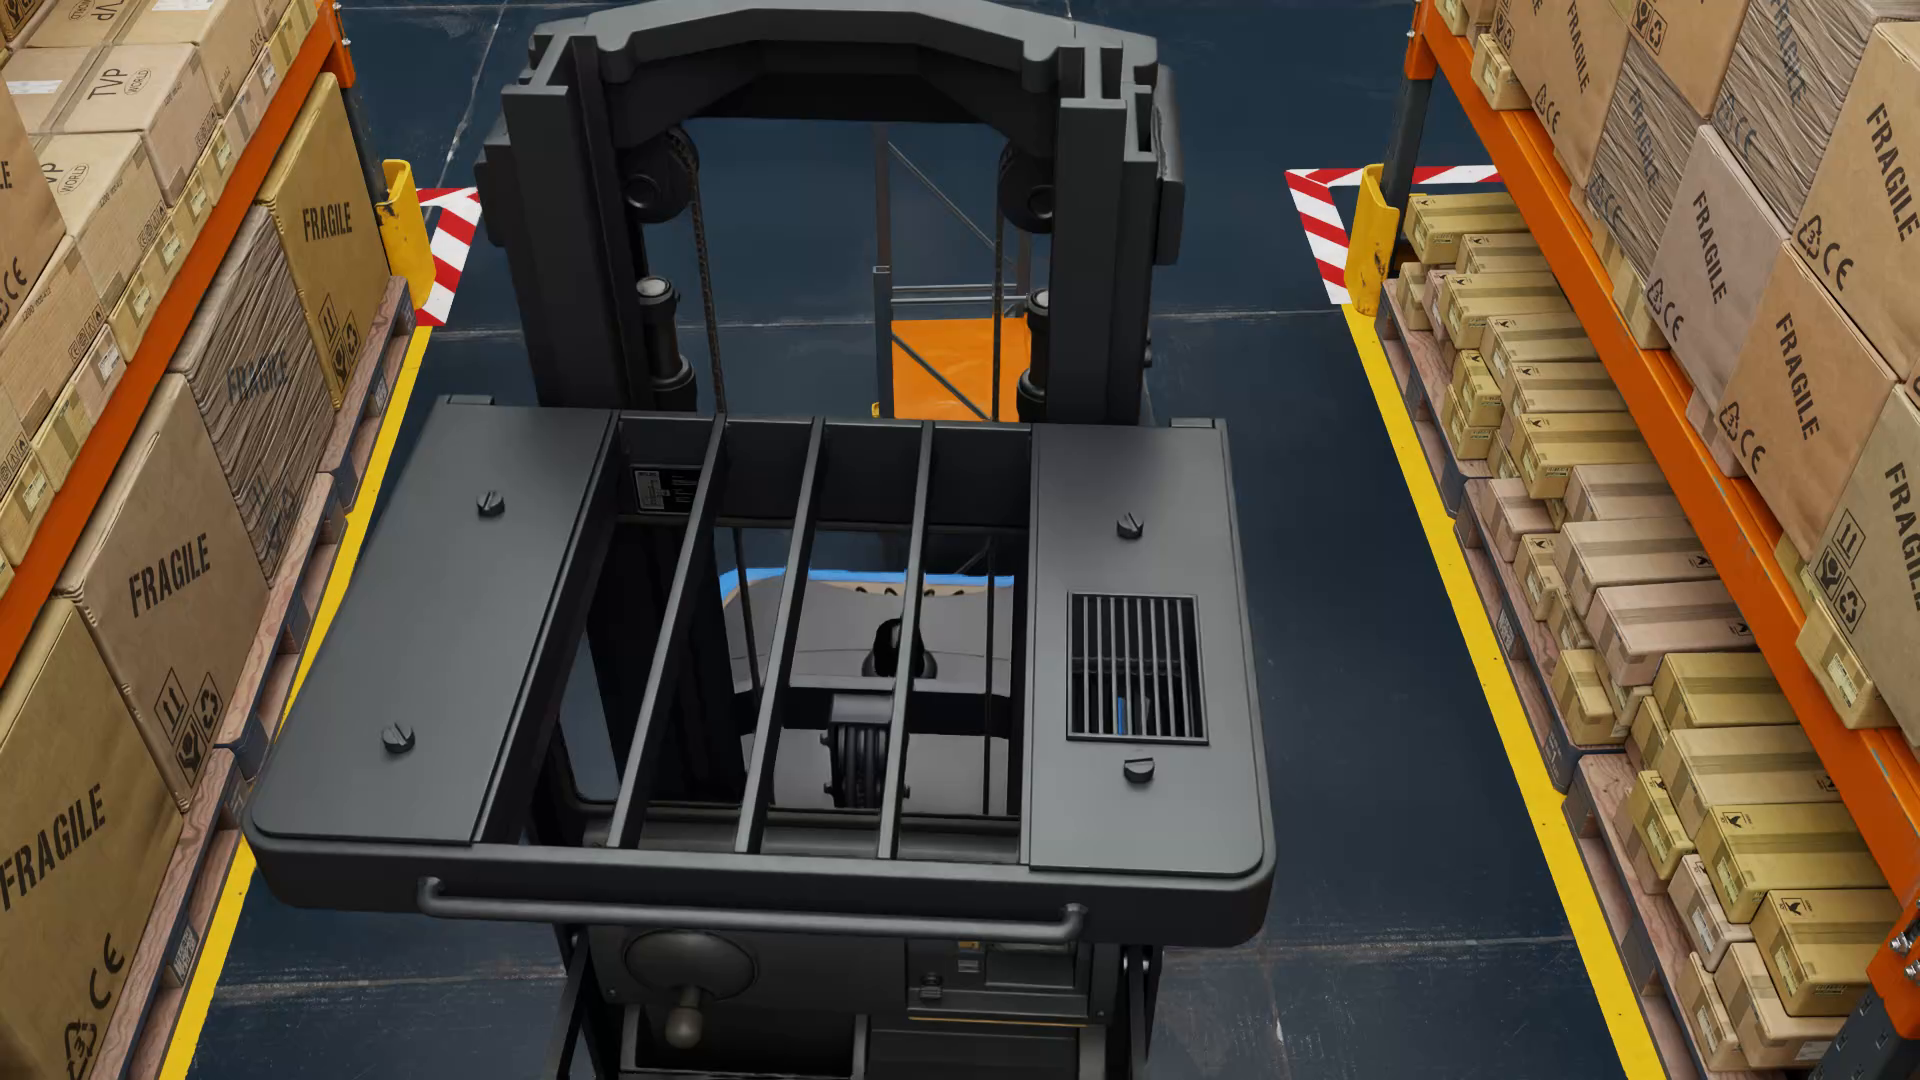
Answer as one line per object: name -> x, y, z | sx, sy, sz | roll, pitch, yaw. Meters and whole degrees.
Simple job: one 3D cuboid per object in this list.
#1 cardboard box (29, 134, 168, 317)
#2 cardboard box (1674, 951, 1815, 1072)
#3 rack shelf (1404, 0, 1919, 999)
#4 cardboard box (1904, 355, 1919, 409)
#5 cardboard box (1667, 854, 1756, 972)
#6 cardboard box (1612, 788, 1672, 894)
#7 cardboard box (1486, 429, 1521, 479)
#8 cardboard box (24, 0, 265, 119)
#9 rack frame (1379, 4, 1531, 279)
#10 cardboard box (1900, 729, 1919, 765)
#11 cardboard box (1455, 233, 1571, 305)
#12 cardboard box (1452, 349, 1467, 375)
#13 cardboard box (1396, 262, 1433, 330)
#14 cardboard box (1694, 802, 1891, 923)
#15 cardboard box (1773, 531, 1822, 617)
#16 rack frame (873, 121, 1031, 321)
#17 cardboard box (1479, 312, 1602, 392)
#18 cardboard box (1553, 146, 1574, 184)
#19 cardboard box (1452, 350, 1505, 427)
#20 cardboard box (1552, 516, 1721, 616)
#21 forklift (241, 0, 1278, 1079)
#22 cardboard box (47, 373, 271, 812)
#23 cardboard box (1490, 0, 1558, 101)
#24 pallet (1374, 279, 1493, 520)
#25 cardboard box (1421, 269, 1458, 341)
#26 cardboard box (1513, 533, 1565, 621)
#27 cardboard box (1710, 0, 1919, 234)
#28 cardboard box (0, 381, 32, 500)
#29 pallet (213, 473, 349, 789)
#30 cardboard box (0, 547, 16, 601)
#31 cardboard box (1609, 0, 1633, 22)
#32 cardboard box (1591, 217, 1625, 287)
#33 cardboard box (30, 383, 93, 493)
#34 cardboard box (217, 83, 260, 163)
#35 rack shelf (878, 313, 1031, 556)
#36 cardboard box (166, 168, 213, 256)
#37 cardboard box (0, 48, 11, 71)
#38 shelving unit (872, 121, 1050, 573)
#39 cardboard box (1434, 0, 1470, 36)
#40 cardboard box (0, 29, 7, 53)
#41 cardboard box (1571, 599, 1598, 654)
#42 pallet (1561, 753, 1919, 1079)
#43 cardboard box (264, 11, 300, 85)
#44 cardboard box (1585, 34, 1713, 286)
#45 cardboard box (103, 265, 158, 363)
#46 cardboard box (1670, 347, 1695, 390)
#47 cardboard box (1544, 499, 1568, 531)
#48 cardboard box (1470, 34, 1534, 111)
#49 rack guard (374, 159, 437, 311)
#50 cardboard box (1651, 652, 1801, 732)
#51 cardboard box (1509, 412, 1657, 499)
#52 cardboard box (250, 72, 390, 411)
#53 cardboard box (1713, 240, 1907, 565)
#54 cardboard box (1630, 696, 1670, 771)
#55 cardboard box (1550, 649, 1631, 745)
cardboard box -> -2.419, -0.815, 4.310 | 0.500, 0.250, 0.500 | -2, 43, -2
cardboard box -> 1.999, 1.150, 4.075 | 0.380, 0.149, 0.250 | -1, 43, -1
rack shelf -> 2.271, -0.576, 4.691 | 1.077, 0.370, 4.000 | -2, 43, -2
cardboard box -> 2.066, -0.316, 2.841 | 0.500, 0.500, 0.500 | -3, 43, -3
cardboard box -> 2.001, 0.909, 4.117 | 0.380, 0.149, 0.250 | -4, 43, -4
cardboard box -> 1.996, 0.795, 4.461 | 0.380, 0.149, 0.250 | -3, 43, -3
cardboard box -> 2.007, -0.246, 5.597 | 0.380, 0.149, 0.250 | -2, 43, -2
cardboard box -> -2.467, -1.510, 5.068 | 0.500, 0.250, 0.500 | -2, 43, -3
rack frame -> 2.186, -2.192, 5.921 | 1.000, 3.000, 0.127 | -2, 43, -2
cardboard box -> 2.110, 0.415, 3.263 | 0.380, 0.149, 0.250 | -2, 43, -2
cardboard box -> 2.001, -0.969, 5.946 | 0.380, 0.149, 0.250 | -1, 43, -1
cardboard box -> 1.999, -0.591, 5.974 | 0.380, 0.149, 0.250 | -1, 43, -1
cardboard box -> 1.889, -0.933, 6.347 | 0.380, 0.149, 0.250 | -1, 43, -1
cardboard box -> 2.031, 0.781, 4.037 | 0.380, 0.149, 0.250 | -1, 43, -1
cardboard box -> 2.039, 0.062, 3.648 | 0.380, 0.149, 0.250 | 0, 43, 0
rack frame -> -0.018, -0.838, 5.555 | 0.500, 1.500, 0.032 | -2, 43, -2
cardboard box -> 1.977, -0.630, 5.576 | 0.380, 0.149, 0.250 | -4, 43, -4
cardboard box -> 2.018, -1.163, 4.984 | 0.380, 0.149, 0.250 | -2, 43, -2
cardboard box -> 1.909, -0.519, 5.675 | 0.380, 0.149, 0.250 | 0, 43, 0
cardboard box -> 1.952, 0.074, 4.808 | 0.380, 0.149, 0.250 | -3, 43, -3
forklift -> -0.194, 0.780, 2.729 | 1.130, 2.935, 3.031 | 2, 43, 2
cardboard box -> -2.590, 0.156, 4.622 | 0.875, 0.875, 0.875 | -2, 43, -2
cardboard box -> 1.978, -1.667, 5.054 | 0.500, 0.500, 0.500 | -2, 43, -2
pallet -> 2.189, -0.563, 6.208 | 1.003, 0.211, 1.213 | -2, 43, -2
cardboard box -> 1.907, -0.858, 6.045 | 0.380, 0.149, 0.250 | -2, 43, -2
cardboard box -> 1.968, 0.111, 5.208 | 0.380, 0.149, 0.250 | -2, 43, -2
cardboard box -> 2.031, -1.011, 3.599 | 0.500, 0.500, 0.500 | -1, 43, -1
cardboard box -> -2.378, -0.132, 3.565 | 0.500, 0.250, 0.500 | -2, 43, -2
pallet -> -2.612, 0.269, 5.300 | 1.003, 0.211, 1.213 | -2, 43, -2
cardboard box -> -2.307, 0.111, 3.595 | 0.380, 0.149, 0.250 | 0, 43, 0
cardboard box -> 1.968, -1.704, 4.355 | 0.500, 0.500, 0.500 | -3, 43, -3
cardboard box -> 1.990, -0.820, 4.610 | 0.380, 0.149, 0.250 | 0, 43, 0
cardboard box -> -2.331, -0.239, 3.977 | 0.380, 0.149, 0.250 | -2, 43, -2
cardboard box -> -2.397, -1.280, 5.112 | 0.380, 0.149, 0.250 | -1, 43, -1
rack shelf -> 0.004, -0.363, 5.302 | 0.538, 0.185, 1.000 | -2, 43, -2
cardboard box -> -2.373, -0.930, 4.730 | 0.380, 0.149, 0.250 | -1, 43, -2
cardboard box -> -2.976, -1.150, 4.676 | 0.500, 0.250, 0.500 | -3, 43, -3
shelving unit -> 0.003, -0.501, 5.187 | 0.587, 1.500, 1.083 | -2, 43, -2
cardboard box -> 1.873, -1.871, 5.757 | 0.380, 0.149, 0.250 | -2, 43, -2
cardboard box -> -2.973, -1.430, 4.426 | 0.500, 0.500, 0.500 | -3, 43, -3
cardboard box -> 2.038, 0.204, 4.887 | 0.380, 0.149, 0.250 | -4, 43, -4
pallet -> 2.292, 1.084, 4.411 | 1.003, 0.211, 1.213 | -2, 43, -2
cardboard box -> -2.417, -1.619, 5.482 | 0.380, 0.149, 0.250 | -1, 43, -1
cardboard box -> 2.014, -0.992, 4.318 | 0.500, 0.500, 0.500 | -3, 43, -3
cardboard box -> -2.351, -0.586, 4.356 | 0.380, 0.149, 0.250 | -3, 43, -3
cardboard box -> 2.054, -0.469, 4.227 | 0.380, 0.149, 0.250 | -2, 43, -2
cardboard box -> 2.068, -0.161, 5.284 | 0.380, 0.149, 0.250 | 0, 43, 0
cardboard box -> 1.883, -1.517, 5.371 | 0.380, 0.149, 0.250 | -3, 43, -3
rack guard -> -2.774, -1.213, 6.703 | 1.175, 0.500, 0.348 | -2, 43, -2
cardboard box -> 2.080, 0.436, 4.413 | 0.380, 0.149, 0.250 | 0, 43, 0
cardboard box -> 1.945, -0.264, 5.177 | 0.380, 0.149, 0.250 | -1, 43, -1
cardboard box -> -2.666, -1.060, 5.948 | 0.875, 0.875, 0.875 | -2, 43, -2
cardboard box -> 2.033, -0.307, 3.571 | 0.500, 0.500, 0.500 | -3, 43, -3
cardboard box -> 2.060, 0.557, 4.502 | 0.380, 0.149, 0.250 | -1, 43, -1
cardboard box -> 1.955, 0.451, 4.837 | 0.380, 0.149, 0.250 | -2, 43, -2
